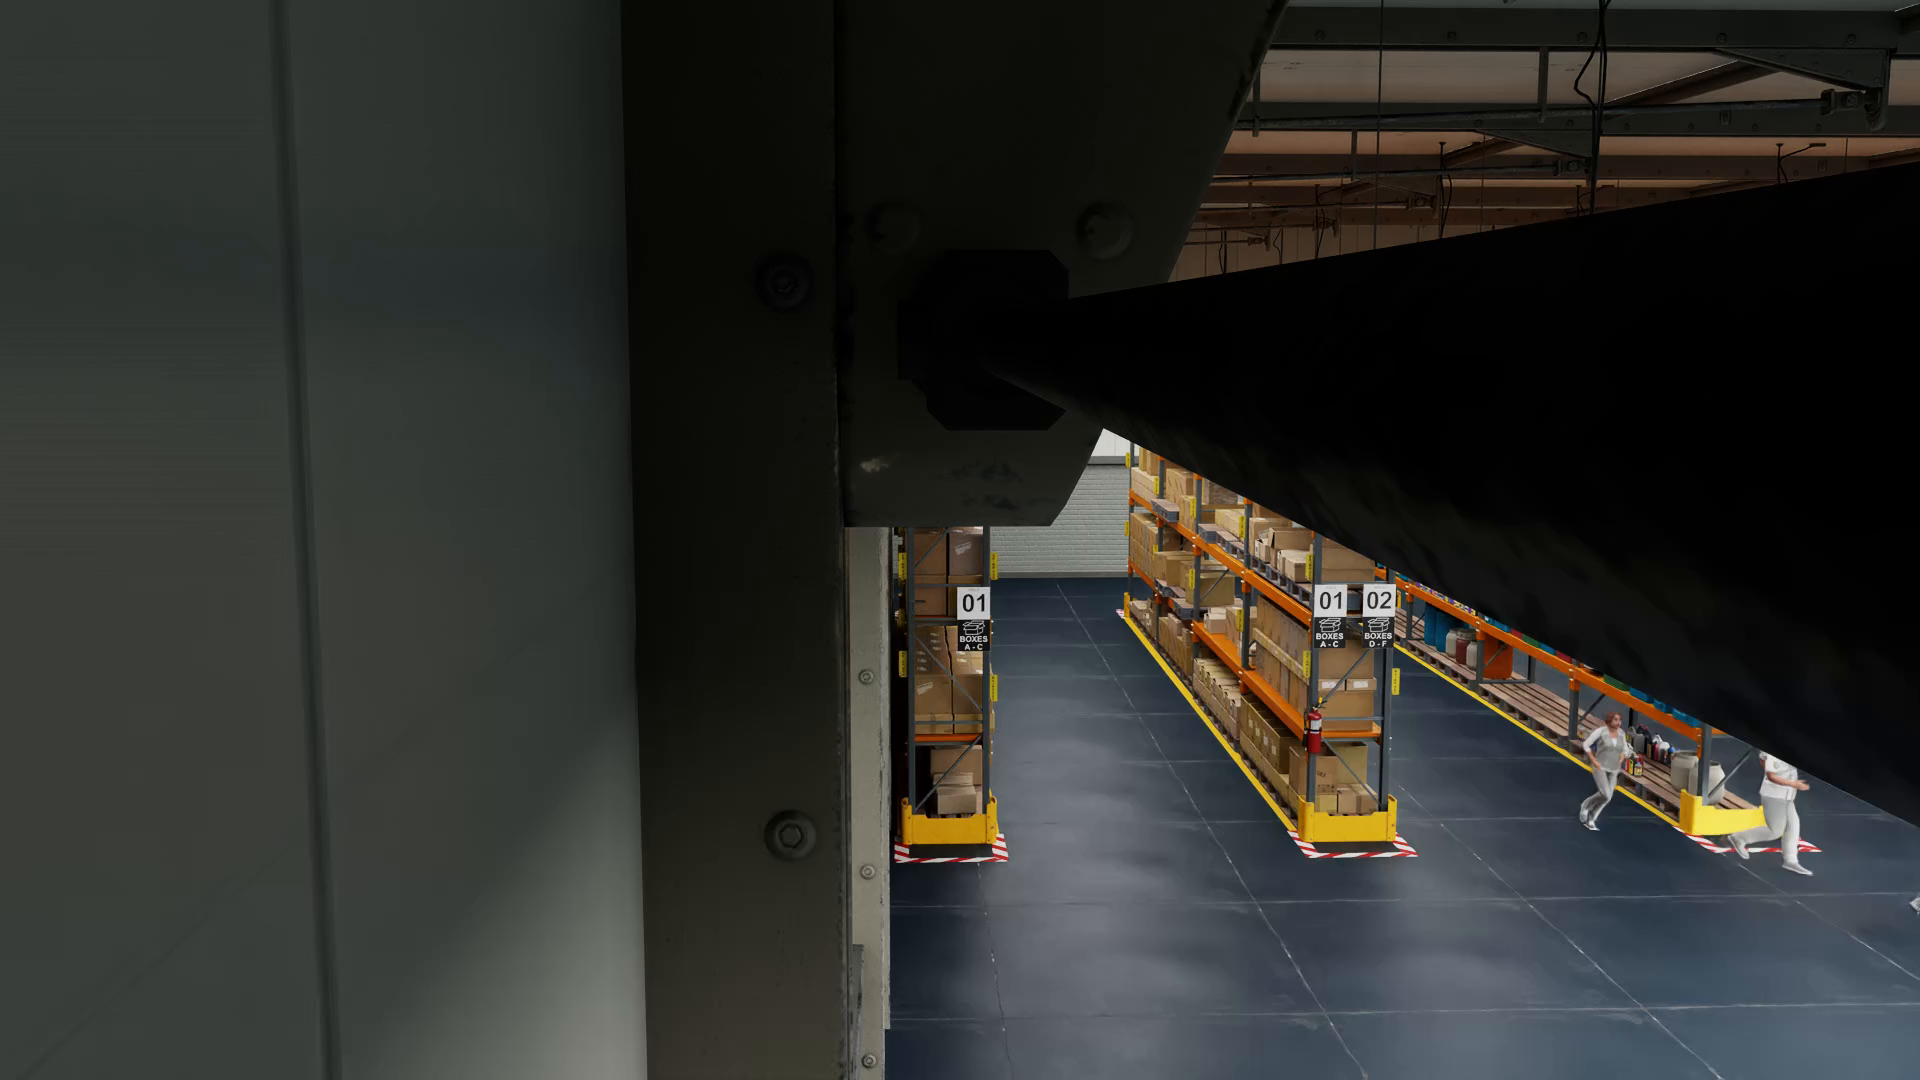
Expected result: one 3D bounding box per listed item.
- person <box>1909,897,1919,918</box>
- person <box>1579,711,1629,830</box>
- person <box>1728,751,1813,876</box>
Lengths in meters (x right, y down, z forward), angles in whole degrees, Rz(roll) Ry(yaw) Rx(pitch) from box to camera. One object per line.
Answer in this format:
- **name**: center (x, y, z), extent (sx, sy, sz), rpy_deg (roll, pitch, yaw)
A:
- **person**: center (10.297, 3.292, 17.110), extent (0.810, 1.737, 0.732), rpy_deg (3, 8, 19)
- **person**: center (8.169, 2.916, 20.944), extent (0.570, 1.518, 0.471), rpy_deg (-1, 7, -9)
- **person**: center (9.513, 2.990, 19.432), extent (0.910, 1.792, 0.666), rpy_deg (4, 8, 30)
